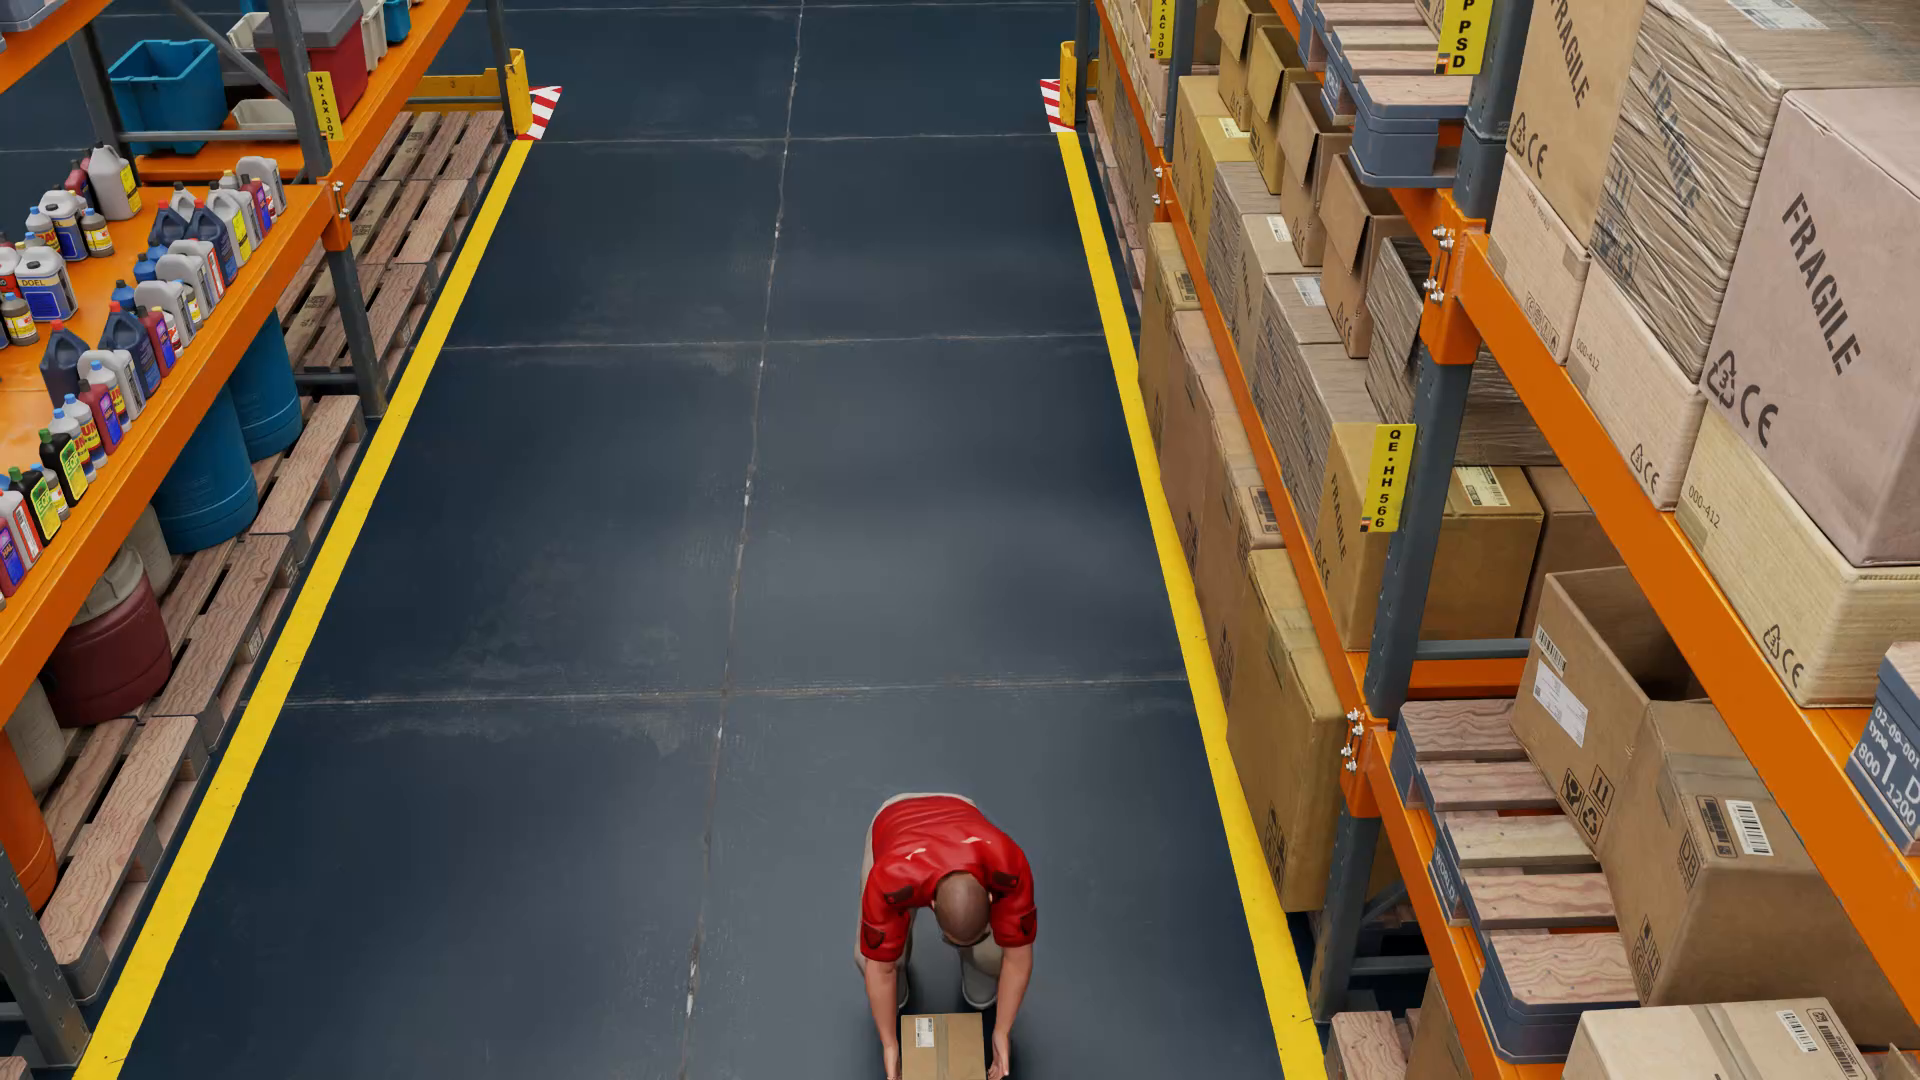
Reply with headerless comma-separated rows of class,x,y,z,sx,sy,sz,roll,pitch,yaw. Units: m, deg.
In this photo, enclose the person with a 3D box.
person,-0.055,1.164,5.214,0.566,0.915,0.880,-2,35,-2
